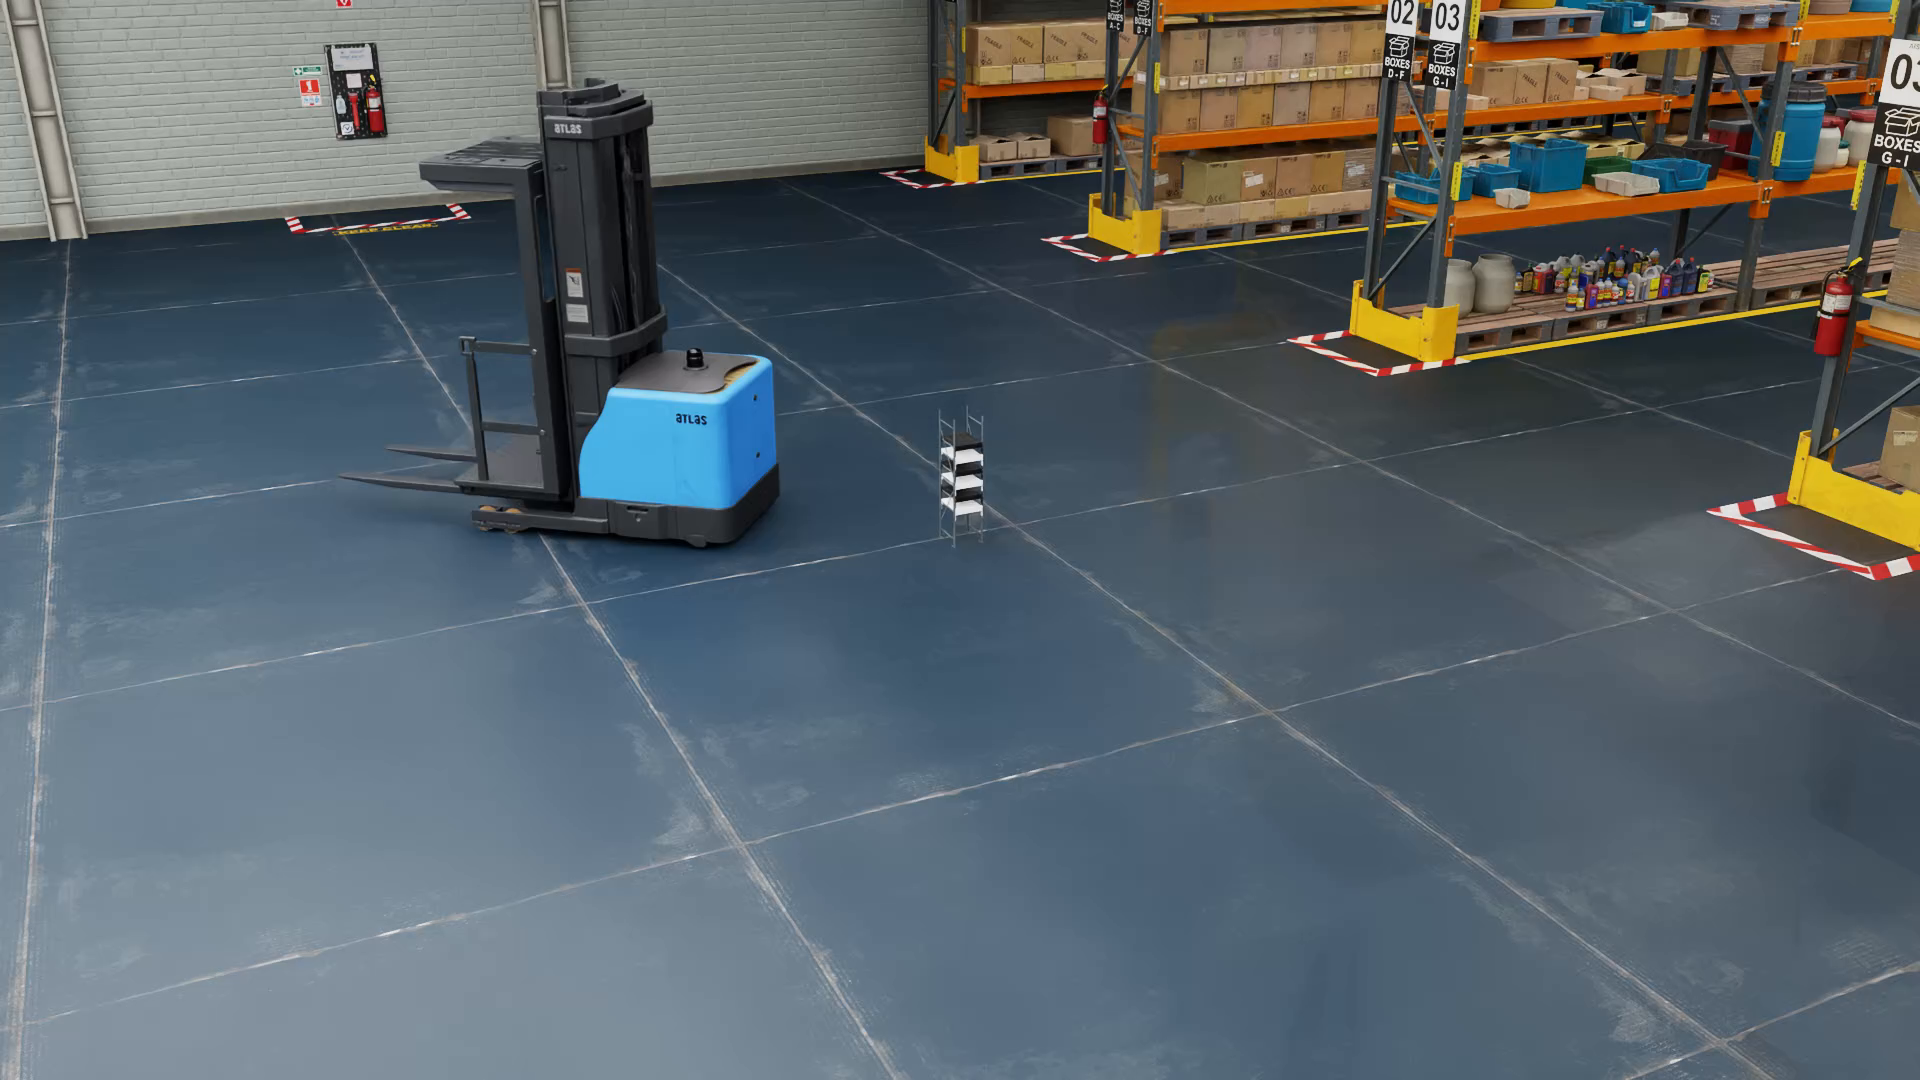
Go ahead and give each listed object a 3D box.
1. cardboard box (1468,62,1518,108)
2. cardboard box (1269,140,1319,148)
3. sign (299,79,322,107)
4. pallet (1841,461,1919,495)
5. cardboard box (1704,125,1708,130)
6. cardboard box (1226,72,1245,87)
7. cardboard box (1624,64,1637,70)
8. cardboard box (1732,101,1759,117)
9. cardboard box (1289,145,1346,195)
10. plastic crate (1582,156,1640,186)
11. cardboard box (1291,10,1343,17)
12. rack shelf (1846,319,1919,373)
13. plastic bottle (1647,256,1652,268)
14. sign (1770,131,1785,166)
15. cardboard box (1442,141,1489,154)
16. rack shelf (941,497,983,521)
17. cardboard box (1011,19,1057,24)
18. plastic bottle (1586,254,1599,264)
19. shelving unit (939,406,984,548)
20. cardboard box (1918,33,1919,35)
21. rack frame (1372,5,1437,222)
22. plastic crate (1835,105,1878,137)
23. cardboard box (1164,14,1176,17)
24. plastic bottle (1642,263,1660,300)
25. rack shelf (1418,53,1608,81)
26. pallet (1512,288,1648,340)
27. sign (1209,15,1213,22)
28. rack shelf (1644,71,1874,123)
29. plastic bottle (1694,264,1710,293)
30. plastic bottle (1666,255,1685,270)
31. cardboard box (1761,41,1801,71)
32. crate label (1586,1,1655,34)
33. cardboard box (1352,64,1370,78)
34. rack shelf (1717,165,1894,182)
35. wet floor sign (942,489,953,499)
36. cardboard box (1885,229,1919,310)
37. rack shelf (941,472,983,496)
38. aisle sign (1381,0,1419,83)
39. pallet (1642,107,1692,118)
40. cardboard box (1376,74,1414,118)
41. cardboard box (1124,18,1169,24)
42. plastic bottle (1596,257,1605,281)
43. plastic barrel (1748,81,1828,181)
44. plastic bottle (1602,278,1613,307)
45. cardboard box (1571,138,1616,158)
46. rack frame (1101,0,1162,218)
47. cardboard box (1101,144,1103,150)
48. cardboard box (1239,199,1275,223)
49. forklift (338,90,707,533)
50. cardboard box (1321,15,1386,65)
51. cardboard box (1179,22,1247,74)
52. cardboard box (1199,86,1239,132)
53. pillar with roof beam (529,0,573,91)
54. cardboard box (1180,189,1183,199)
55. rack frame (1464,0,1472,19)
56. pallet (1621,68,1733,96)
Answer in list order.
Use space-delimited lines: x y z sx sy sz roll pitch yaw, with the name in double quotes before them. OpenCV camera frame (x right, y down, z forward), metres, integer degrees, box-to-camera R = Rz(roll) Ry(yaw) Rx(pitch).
"cardboard box" 6.740 -5.827 21.273 0.500 0.500 0.500 -9 24 -20
"cardboard box" 4.111 -4.706 20.763 0.500 0.500 0.500 -10 25 -24
"sign" -8.127 -5.597 20.802 0.234 0.329 0.001 -10 25 -24
"pallet" 7.071 -0.340 11.795 1.213 0.211 1.003 -10 25 -24
"cardboard box" 10.378 -5.605 23.561 0.500 0.500 0.500 -11 25 -26
"cardboard box" 3.099 -5.371 19.325 0.250 0.149 0.380 -11 25 -24
"cardboard box" 11.835 -8.209 29.030 0.250 0.149 0.380 -11 25 -25
"cardboard box" 11.332 -6.131 23.852 0.500 0.250 0.500 -10 25 -24
"cardboard box" 4.338 -4.526 20.327 0.500 0.500 0.500 -10 25 -24
"plastic crate" 6.365 -3.638 16.393 0.662 0.188 0.450 -10 25 -24
"cardboard box" 5.486 -7.895 25.695 0.500 0.500 0.700 -10 25 -24
"rack shelf" 8.057 -1.493 11.874 4.000 0.370 1.077 -10 25 -24
"plastic bottle" 7.142 -2.855 17.309 0.097 0.201 0.097 0 22 0
"sign" 7.940 -3.800 16.146 0.005 0.325 0.100 -10 25 -24
"cardboard box" 6.723 -5.090 21.938 0.500 0.311 0.500 -11 25 -24
"rack shelf" 0.007 -0.220 11.163 0.200 0.077 0.258 -10 25 -24
"cardboard box" 1.064 -7.220 23.959 0.500 0.500 0.500 -11 25 -25
"plastic bottle" 6.467 -2.777 17.012 0.133 0.283 0.061 -9 24 -21
"shelving unit" 0.007 -0.417 11.081 0.210 0.900 0.258 -10 25 -24
"cardboard box" 13.786 -7.473 23.944 0.500 0.500 0.500 -11 25 -25
"rack frame" 5.566 -5.571 20.787 0.127 3.000 1.000 -10 25 -24
"plastic crate" 9.726 -4.394 17.860 0.583 0.464 0.402 -10 25 -24
"cardboard box" 2.900 -7.558 24.777 0.500 0.500 0.500 -11 25 -25
"plastic bottle" 6.792 -2.551 16.380 0.185 0.351 0.144 -11 25 -24
"rack shelf" 8.821 -7.941 27.452 4.000 0.370 1.077 -10 25 -24
"pallet" 5.987 -2.274 16.468 1.213 0.211 1.003 -10 25 -24
"sign" 3.656 -7.492 24.296 0.005 0.325 0.100 -10 25 -24
"rack shelf" 10.972 -6.234 23.329 4.000 0.370 1.077 -10 25 -24
"plastic bottle" 7.420 -2.618 16.630 0.133 0.283 0.061 -9 24 -21
"plastic bottle" 7.193 -2.686 16.706 0.185 0.351 0.144 -10 25 -24
"cardboard box" 11.209 -6.824 23.134 0.500 0.500 0.700 -18 29 -37
"crate label" 5.937 -4.714 14.989 0.408 0.251 0.502 -10 25 -24
"cardboard box" 4.719 -5.670 20.046 0.250 0.149 0.380 -10 25 -24
"rack shelf" 9.513 -3.986 17.550 3.809 0.052 0.919 -10 25 -24
"wet floor sign" 4.961 1.188 7.536 9.326 0.644 8.976 -2 23 -5
"cardboard box" 6.762 -1.759 11.057 0.500 0.500 0.875 -10 25 -24
"rack shelf" 0.007 -0.386 11.094 0.200 0.077 0.258 -10 25 -24
"aisle sign" 3.913 -4.492 14.780 0.004 0.787 0.394 -10 25 -24
"pallet" 12.443 -7.619 29.381 1.213 0.211 1.003 -10 25 -24
"cardboard box" 5.169 -5.542 20.585 0.500 0.500 0.700 -11 25 -25
"cardboard box" 2.675 -7.294 24.140 0.500 0.500 0.500 -11 25 -24
"plastic bottle" 6.517 -2.747 16.956 0.097 0.271 0.097 0 22 0
"plastic barrel" 8.190 -4.055 16.469 0.708 0.901 0.600 -10 25 -24
"plastic bottle" 6.274 -2.410 16.141 0.097 0.271 0.097 0 22 0
"cardboard box" 8.340 -5.157 22.100 0.500 0.311 0.500 -11 25 -24
"rack frame" 1.962 -4.908 19.184 0.127 3.000 1.000 -10 25 -24
"cardboard box" 1.964 -5.905 24.747 0.250 0.149 0.380 -13 26 -28
"cardboard box" 3.441 -4.011 20.063 0.500 0.250 0.500 -10 25 -24
"forklift" -2.902 -1.565 11.282 2.937 2.867 1.118 5 23 13
"cardboard box" 4.714 -6.057 20.133 0.500 0.500 0.700 -10 25 -24
"cardboard box" 2.907 -5.724 19.330 0.500 0.500 0.700 -11 25 -25
"cardboard box" 2.859 -5.116 19.556 0.500 0.500 0.700 -10 24 -22
"pillar with roof beam" -3.474 -7.322 17.172 0.400 9.000 9.100 -10 25 -24
"cardboard box" 2.762 -4.109 20.301 0.500 0.250 0.500 -10 25 -24
"rack frame" 4.107 -5.972 13.912 0.127 3.000 1.000 -10 25 -24
"pallet" 9.751 -6.283 22.757 1.003 0.211 1.213 -10 25 -24
